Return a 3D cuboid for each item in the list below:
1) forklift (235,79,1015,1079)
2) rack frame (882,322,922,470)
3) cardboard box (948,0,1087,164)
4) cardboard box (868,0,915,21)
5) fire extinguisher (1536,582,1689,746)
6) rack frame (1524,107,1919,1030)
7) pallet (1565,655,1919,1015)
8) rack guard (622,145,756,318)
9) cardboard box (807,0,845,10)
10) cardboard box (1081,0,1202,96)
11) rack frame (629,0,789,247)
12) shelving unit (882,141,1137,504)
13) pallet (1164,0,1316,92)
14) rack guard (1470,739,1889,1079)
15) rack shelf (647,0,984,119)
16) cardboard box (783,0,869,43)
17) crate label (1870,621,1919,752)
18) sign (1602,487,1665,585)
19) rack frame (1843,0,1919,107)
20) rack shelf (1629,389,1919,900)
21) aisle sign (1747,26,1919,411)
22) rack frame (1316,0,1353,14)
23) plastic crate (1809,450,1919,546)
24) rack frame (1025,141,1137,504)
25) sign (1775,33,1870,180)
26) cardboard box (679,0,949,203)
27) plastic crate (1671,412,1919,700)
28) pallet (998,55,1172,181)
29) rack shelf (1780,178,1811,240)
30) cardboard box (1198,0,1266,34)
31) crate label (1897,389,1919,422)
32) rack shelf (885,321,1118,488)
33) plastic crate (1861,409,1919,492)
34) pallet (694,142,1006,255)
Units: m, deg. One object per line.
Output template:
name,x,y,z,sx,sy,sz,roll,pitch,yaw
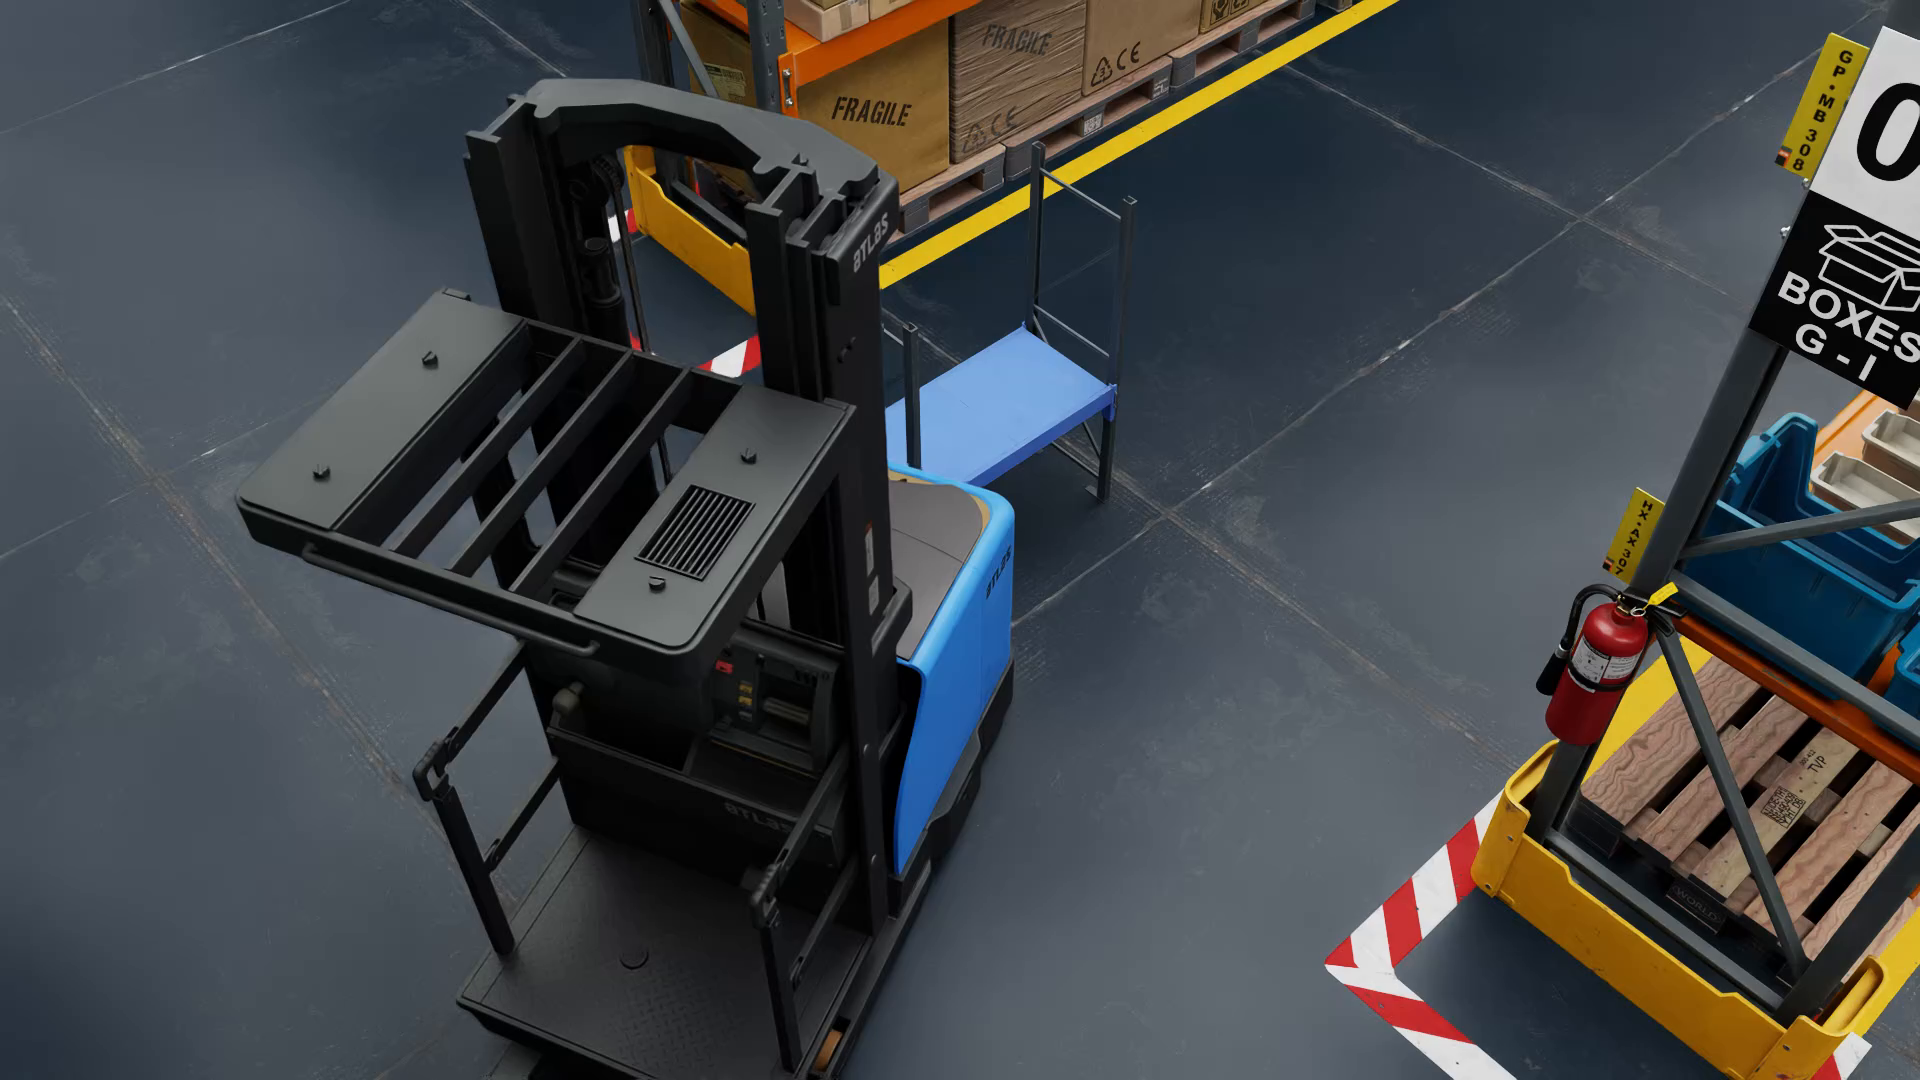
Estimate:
forklift,-0.842,0.458,4.333,1.130,2.935,3.031,17,50,15
rack frame,-0.313,-0.299,6.006,0.032,1.500,0.500,-34,56,-27
cardboard box,0.011,-2.584,8.254,0.875,0.875,0.875,-34,56,-27
cardboard box,-0.409,-2.391,7.086,0.250,0.149,0.380,-35,56,-28
fire extinguisher,1.832,0.321,4.719,0.183,0.674,0.296,-34,56,-27
rack frame,2.250,0.341,4.395,0.127,3.000,1.000,-34,56,-27
pallet,2.886,0.900,5.776,1.213,0.211,1.003,-34,56,-27
rack guard,-1.100,-1.493,7.787,0.348,0.500,1.175,-34,56,-27
cardboard box,-0.546,-2.493,6.909,0.500,0.250,0.500,-35,56,-28
cardboard box,0.669,-3.024,8.660,0.875,0.875,0.875,-34,56,-27
rack frame,-1.082,-2.353,6.880,0.127,3.000,1.000,-34,56,-27
shelving unit,0.063,-0.551,6.238,1.048,1.500,0.538,-34,56,-27
pallet,1.262,-3.051,9.422,1.213,0.211,1.003,-34,56,-27
rack guard,2.241,1.207,5.296,0.348,0.500,1.175,-34,56,-27
rack shelf,0.397,-3.097,8.057,4.000,0.370,1.077,-34,56,-27
cardboard box,-0.598,-2.263,6.968,0.250,0.149,0.380,-33,55,-27
crate label,2.654,0.434,4.382,0.303,0.233,0.416,-34,56,-27
sign,1.868,-0.006,4.603,0.005,0.325,0.100,-34,56,-27
rack frame,2.250,-1.694,2.190,0.127,3.000,1.000,-34,56,-27
rack shelf,3.729,-0.404,5.571,4.000,0.370,1.077,-34,56,-27
aisle sign,1.999,-0.665,3.553,0.004,0.787,0.394,-34,56,-27
rack frame,1.877,-4.330,8.705,0.127,3.000,1.000,-34,56,-27
plastic crate,2.731,-0.092,4.932,0.243,0.136,0.396,-34,56,-27
rack frame,0.439,-0.802,6.470,0.032,1.500,0.500,-34,56,-27
sign,1.868,-0.932,3.599,0.005,0.325,0.100,-34,56,-27
cardboard box,-0.663,-2.134,7.838,0.875,0.875,0.875,-34,56,-27
plastic crate,2.372,0.041,4.606,0.499,0.435,0.616,-34,56,-27
pallet,0.359,-2.445,8.862,1.213,0.211,1.003,-34,56,-27
rack shelf,3.729,-1.421,4.469,4.000,0.370,1.077,-34,56,-27
cardboard box,1.335,-3.469,9.070,0.875,0.875,0.875,-34,56,-27
crate label,3.145,-0.378,5.197,0.243,0.136,0.396,-34,56,-27
rack shelf,0.063,-0.429,6.370,1.000,0.185,0.538,-34,56,-27
plastic crate,2.955,-0.227,5.057,0.243,0.136,0.396,-34,56,-27
pallet,-0.543,-1.845,8.309,1.213,0.211,1.003,-34,56,-27
